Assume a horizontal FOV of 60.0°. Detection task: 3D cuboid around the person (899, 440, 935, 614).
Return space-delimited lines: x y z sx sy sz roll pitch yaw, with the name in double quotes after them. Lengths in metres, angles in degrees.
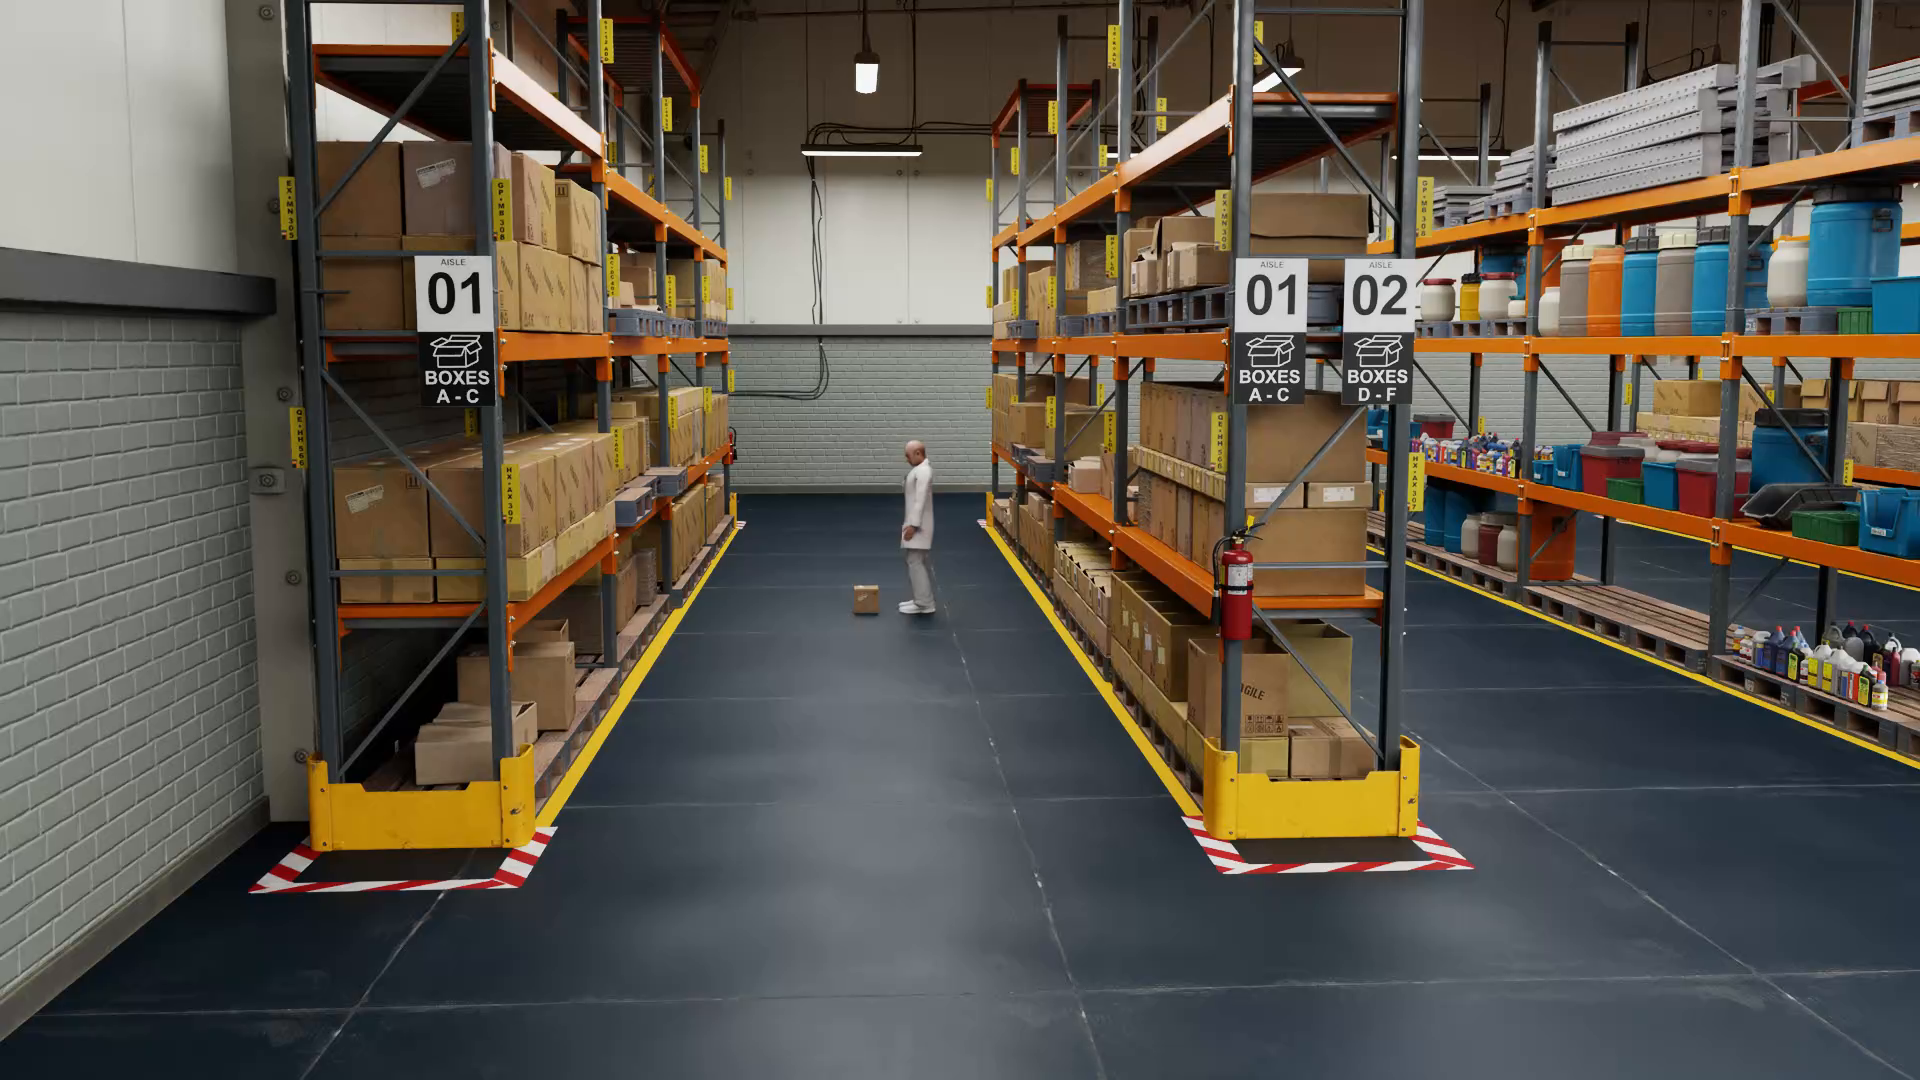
-0.443 -0.137 17.051 0.379 1.765 0.567 0 7 -3 "person"
